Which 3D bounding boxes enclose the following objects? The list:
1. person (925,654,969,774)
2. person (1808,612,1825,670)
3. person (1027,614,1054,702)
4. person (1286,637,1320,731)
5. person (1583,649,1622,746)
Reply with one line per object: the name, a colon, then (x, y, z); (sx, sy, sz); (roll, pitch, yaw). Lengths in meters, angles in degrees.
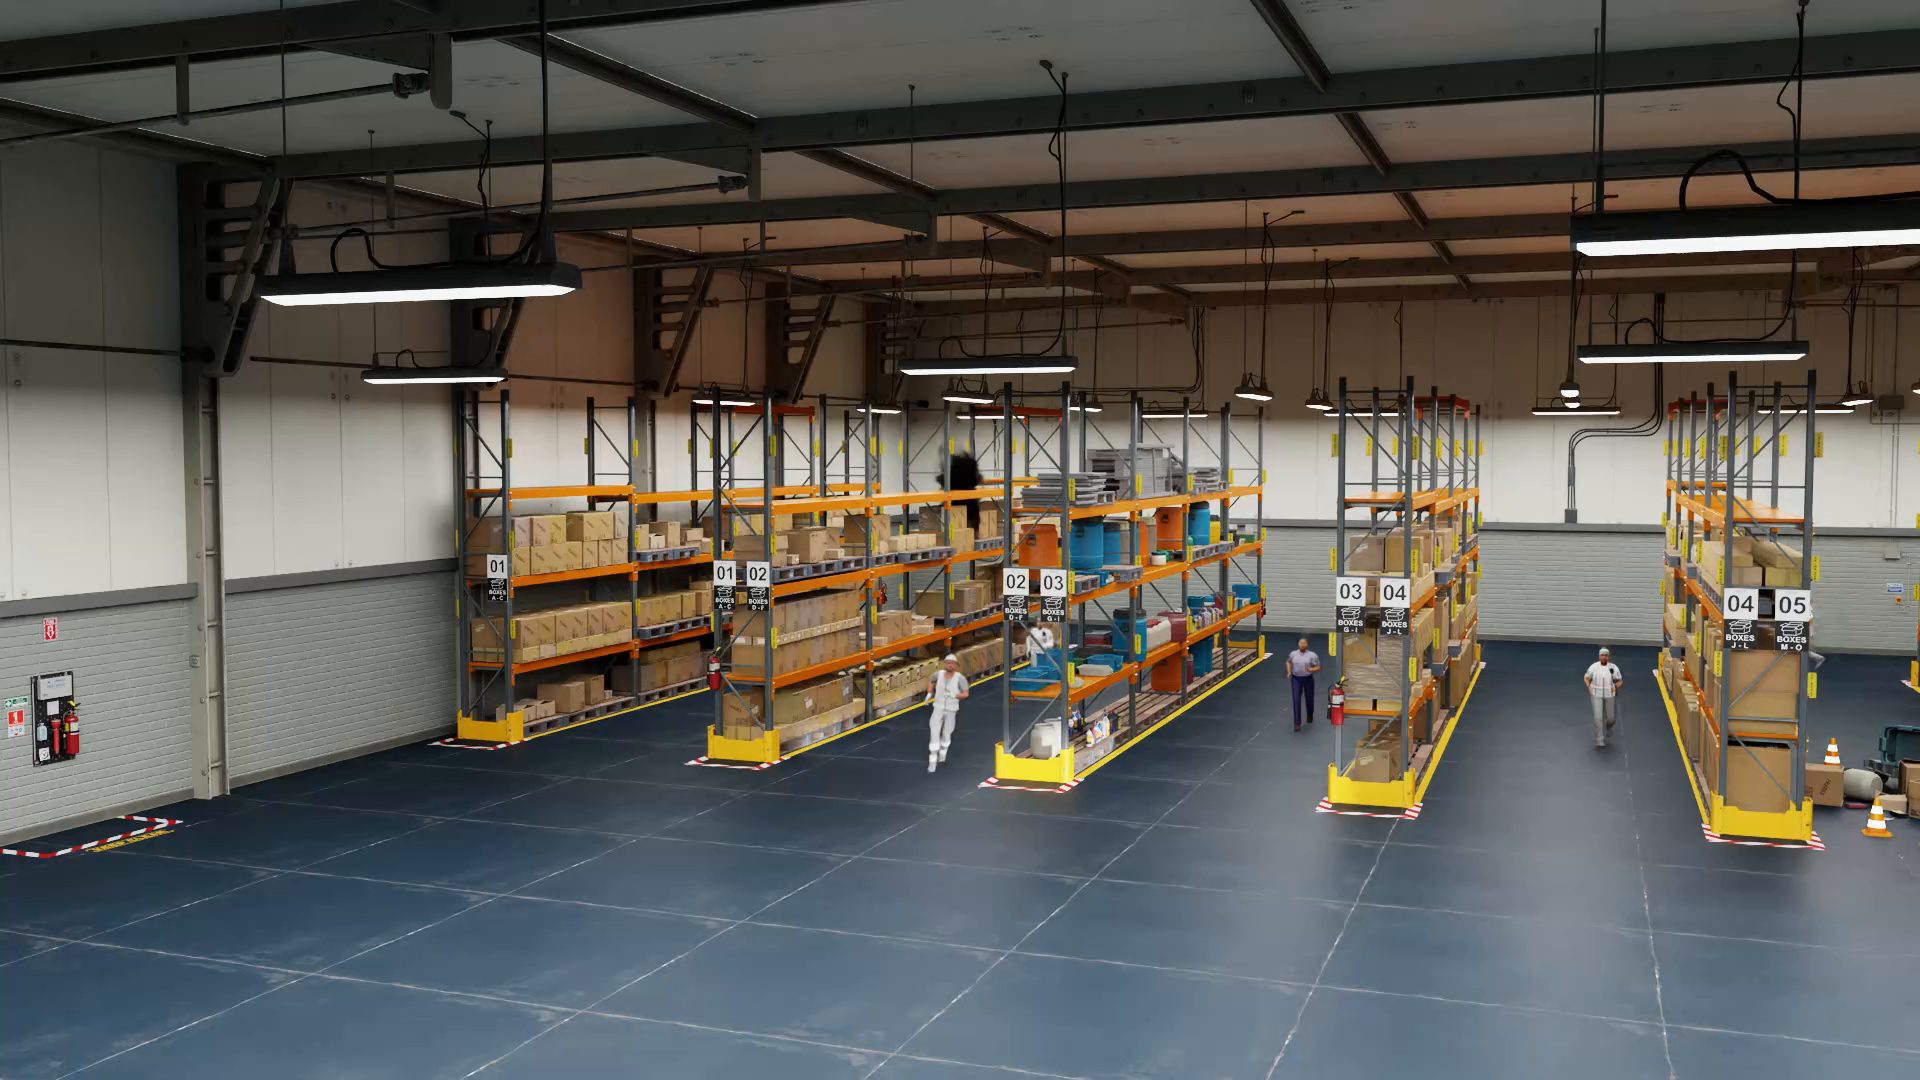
person: (-0.206, 2.682, 26.008); (0.690, 1.809, 0.898); (0, 3, 2)
person: (18.737, 2.110, 36.846); (0.862, 1.776, 0.671); (1, 3, 20)
person: (1.582, 2.342, 33.026); (0.576, 1.749, 0.732); (1, 3, 10)
person: (6.103, 2.549, 29.620); (0.615, 1.612, 0.899); (1, 3, 16)
person: (10.867, 2.642, 28.119); (0.613, 1.621, 0.668); (1, 3, 18)
